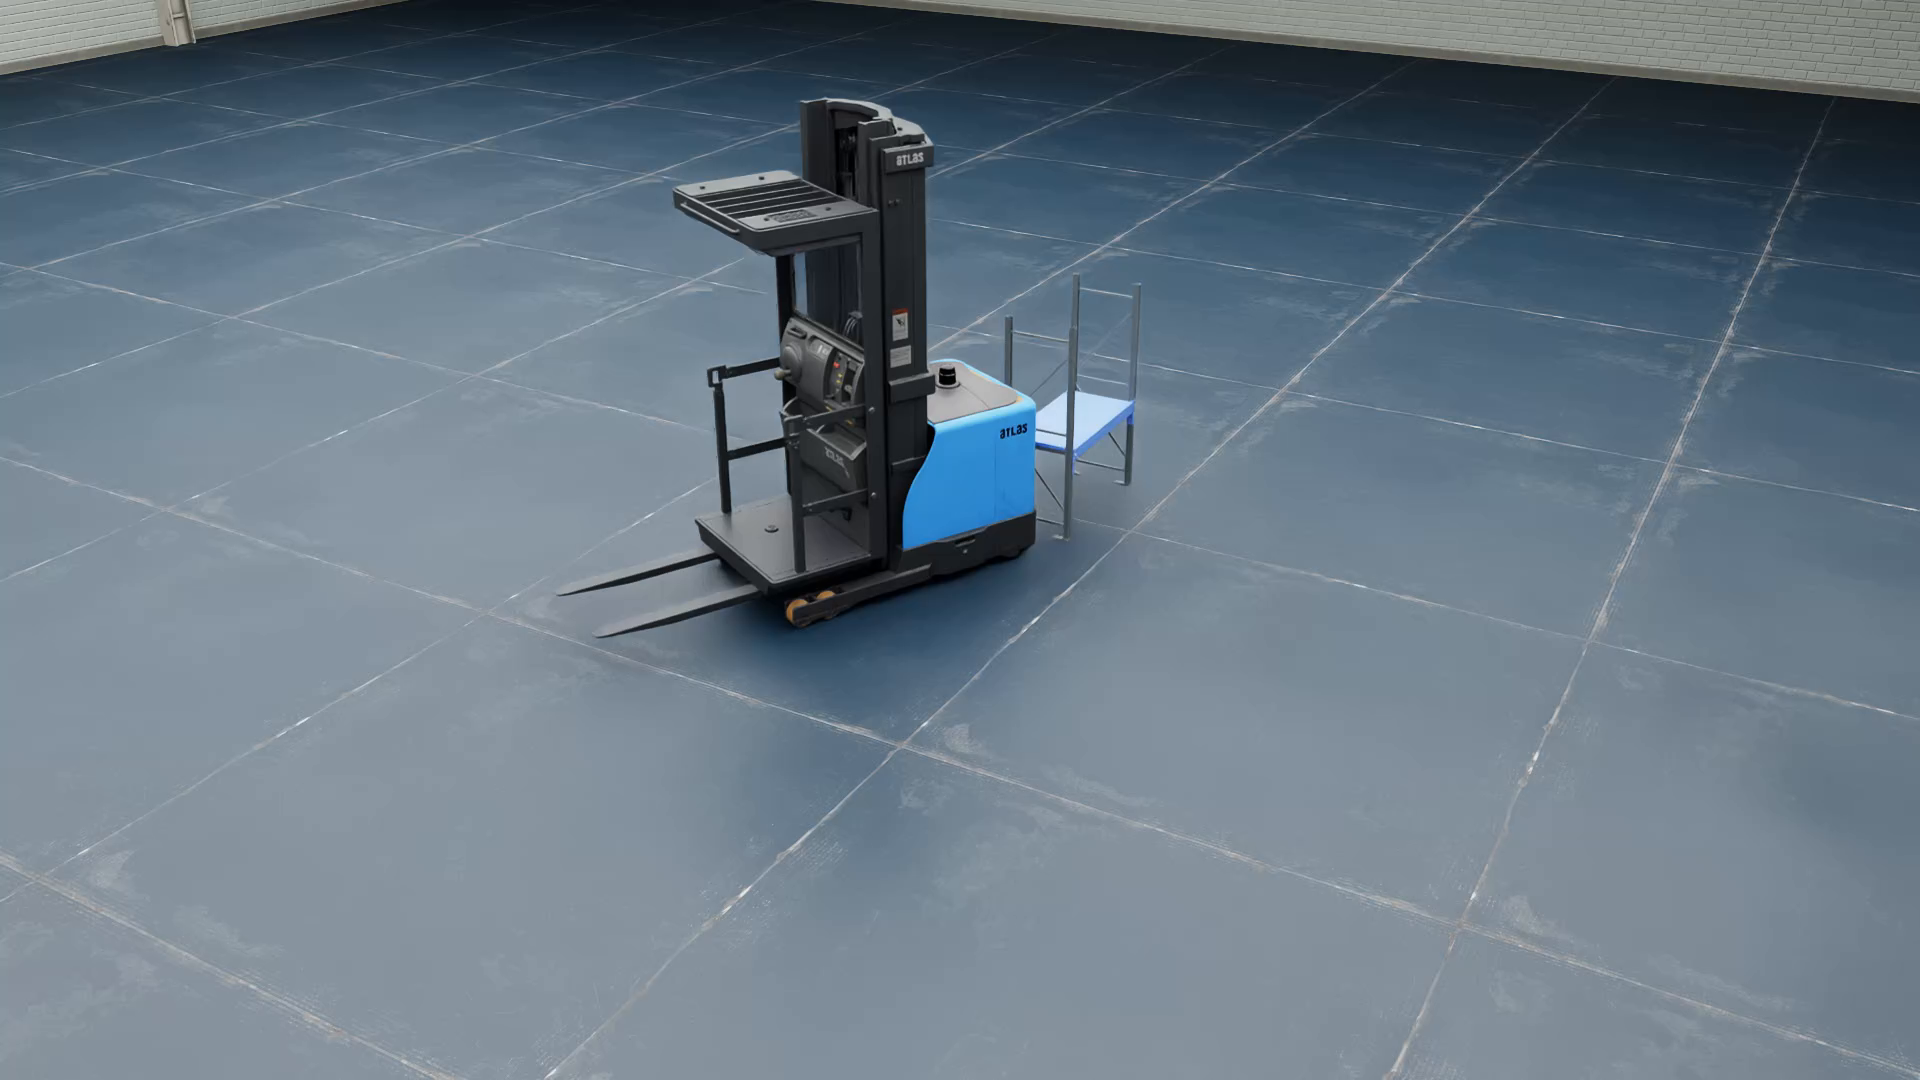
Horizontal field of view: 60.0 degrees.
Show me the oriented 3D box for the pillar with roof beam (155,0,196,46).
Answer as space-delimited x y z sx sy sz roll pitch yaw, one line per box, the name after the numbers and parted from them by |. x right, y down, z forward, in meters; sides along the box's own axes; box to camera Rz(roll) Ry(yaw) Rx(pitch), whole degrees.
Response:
-9.226 -11.334 23.759 9.100 9.000 0.400 14 30 26 | pillar with roof beam

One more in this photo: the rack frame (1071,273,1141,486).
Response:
1.006 -1.121 11.733 0.500 1.500 0.032 14 30 26 | rack frame

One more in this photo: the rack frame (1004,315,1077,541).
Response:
0.516 -0.722 10.936 0.500 1.500 0.032 14 30 26 | rack frame

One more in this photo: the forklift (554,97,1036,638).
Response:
-1.011 -1.051 9.995 3.031 2.935 1.130 -17 31 -30 | forklift

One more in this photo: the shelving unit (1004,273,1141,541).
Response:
0.761 -0.921 11.335 0.538 1.500 1.048 14 30 26 | shelving unit

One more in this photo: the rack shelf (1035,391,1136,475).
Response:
0.761 -0.760 11.415 0.538 0.185 1.000 14 30 26 | rack shelf
